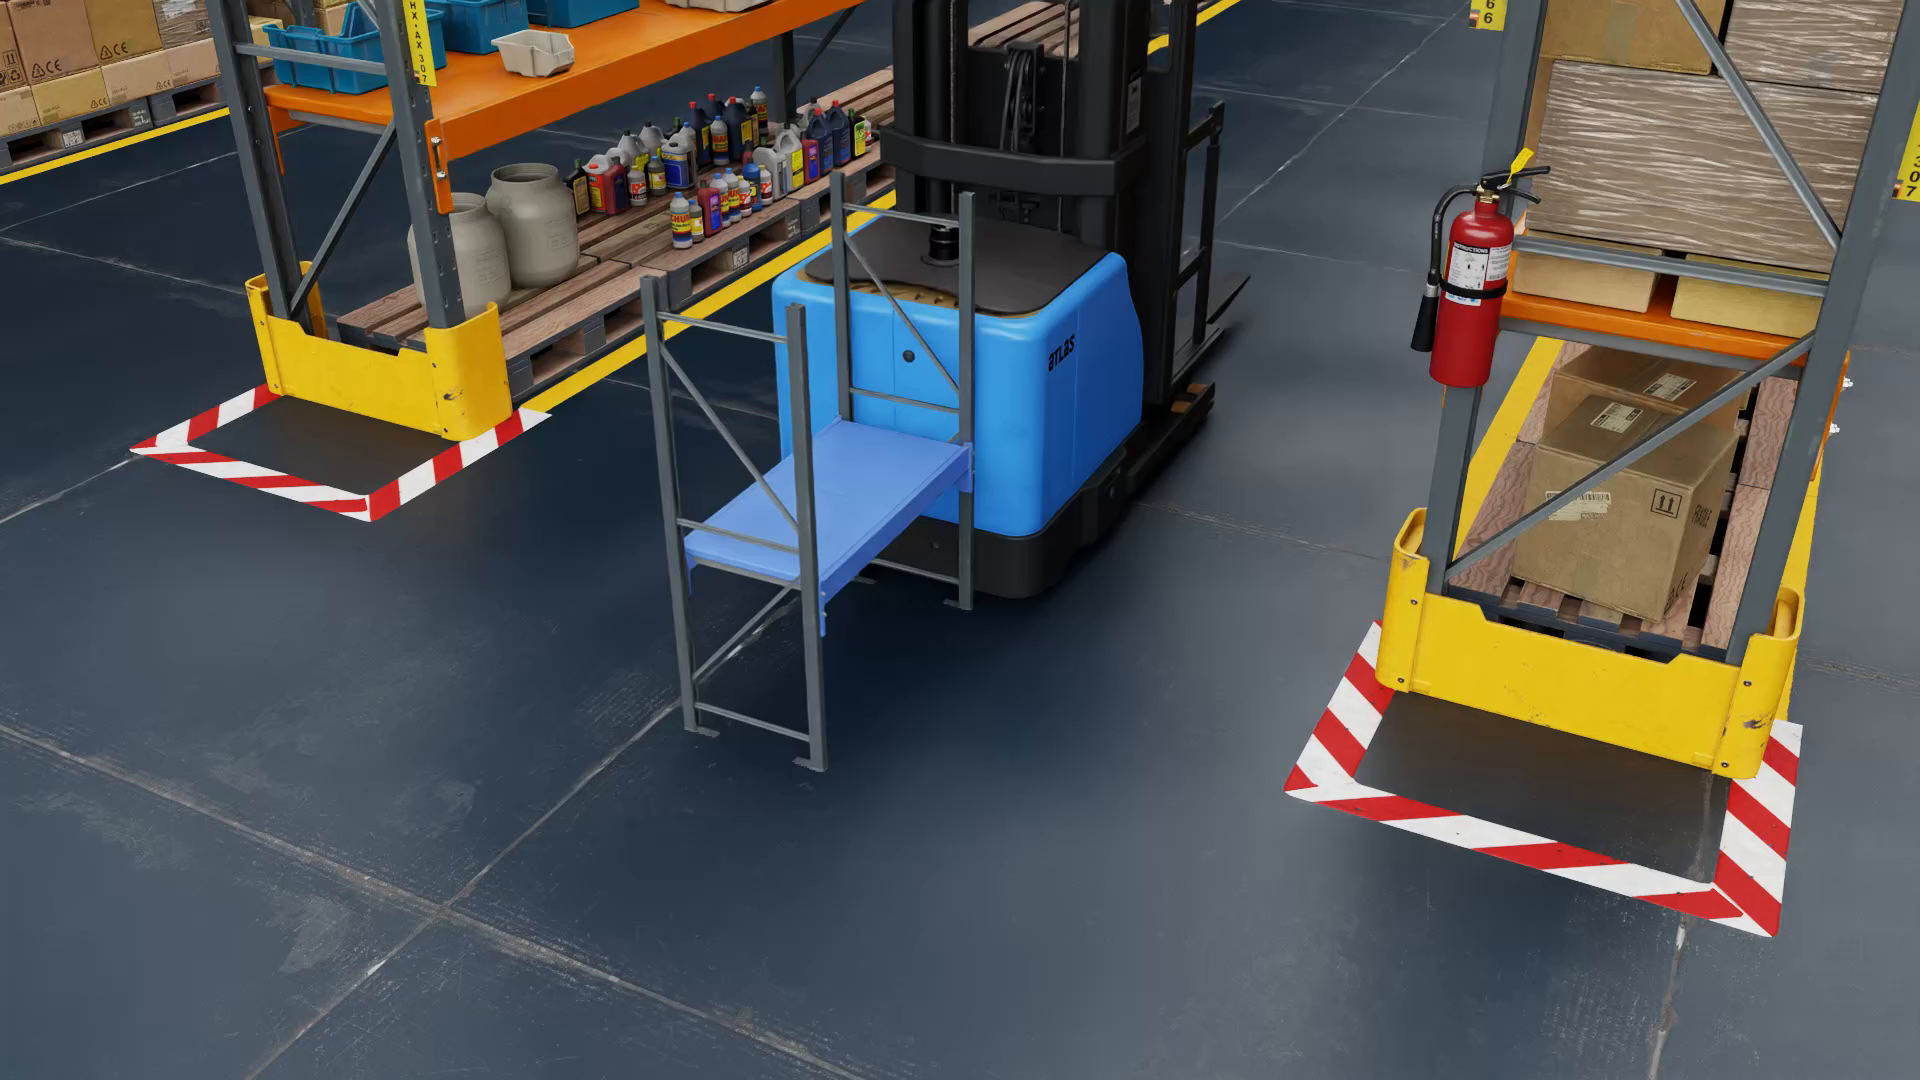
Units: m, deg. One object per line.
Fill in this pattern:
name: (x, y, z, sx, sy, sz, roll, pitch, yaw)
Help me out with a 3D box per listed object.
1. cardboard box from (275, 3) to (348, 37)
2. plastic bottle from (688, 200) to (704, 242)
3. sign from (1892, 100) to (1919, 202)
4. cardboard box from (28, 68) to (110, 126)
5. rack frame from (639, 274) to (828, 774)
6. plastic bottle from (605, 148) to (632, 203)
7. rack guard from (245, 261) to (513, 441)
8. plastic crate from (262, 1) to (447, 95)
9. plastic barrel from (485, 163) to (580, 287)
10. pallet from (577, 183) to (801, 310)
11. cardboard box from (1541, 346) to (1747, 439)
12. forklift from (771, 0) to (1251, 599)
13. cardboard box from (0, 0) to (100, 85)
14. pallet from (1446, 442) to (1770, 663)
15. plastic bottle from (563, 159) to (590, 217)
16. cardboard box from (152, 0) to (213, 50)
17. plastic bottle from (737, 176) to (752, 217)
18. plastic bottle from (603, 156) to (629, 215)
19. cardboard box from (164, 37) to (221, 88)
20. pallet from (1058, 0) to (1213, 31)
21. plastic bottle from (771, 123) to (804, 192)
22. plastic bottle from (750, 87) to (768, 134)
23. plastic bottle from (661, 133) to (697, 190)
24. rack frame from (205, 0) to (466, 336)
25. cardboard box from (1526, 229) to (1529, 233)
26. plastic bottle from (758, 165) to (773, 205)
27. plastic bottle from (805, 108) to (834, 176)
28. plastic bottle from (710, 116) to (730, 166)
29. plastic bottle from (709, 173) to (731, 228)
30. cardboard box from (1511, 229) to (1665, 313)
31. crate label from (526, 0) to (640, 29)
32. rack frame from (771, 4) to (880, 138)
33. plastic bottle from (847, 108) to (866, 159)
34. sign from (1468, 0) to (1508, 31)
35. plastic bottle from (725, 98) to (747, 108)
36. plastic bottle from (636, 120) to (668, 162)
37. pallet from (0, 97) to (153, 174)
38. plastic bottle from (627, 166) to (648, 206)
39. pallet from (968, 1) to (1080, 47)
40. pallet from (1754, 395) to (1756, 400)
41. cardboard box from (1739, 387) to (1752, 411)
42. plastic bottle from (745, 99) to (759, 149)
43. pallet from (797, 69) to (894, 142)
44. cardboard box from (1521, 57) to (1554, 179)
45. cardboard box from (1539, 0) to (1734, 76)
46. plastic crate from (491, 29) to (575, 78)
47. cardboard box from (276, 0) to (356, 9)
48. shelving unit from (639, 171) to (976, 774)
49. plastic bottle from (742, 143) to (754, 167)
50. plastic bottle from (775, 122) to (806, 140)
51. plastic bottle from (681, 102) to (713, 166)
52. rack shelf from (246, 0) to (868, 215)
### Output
cardboard box: (-4.685, -3.879, 12.332, 0.500, 0.250, 0.500, 13, 33, 22)
plastic bottle: (-1.353, -1.624, 8.435, 0.097, 0.201, 0.097, 0, 30, 0)
sign: (2.389, -0.997, 4.105, 0.100, 0.325, 0.005, 14, 33, 23)
cardboard box: (-5.784, -2.835, 10.514, 0.500, 0.250, 0.500, 14, 33, 23)
rack frame: (-0.630, -0.006, 4.754, 0.500, 1.500, 0.032, 14, 33, 22)
plastic bottle: (-1.855, -1.958, 8.941, 0.152, 0.276, 0.135, 13, 32, 22)
rack guard: (-2.511, -0.828, 7.191, 1.175, 0.500, 0.348, 14, 33, 23)
plastic crate: (-2.542, -2.093, 7.033, 0.499, 0.251, 0.616, 14, 33, 23)
plastic barrel: (-2.043, -1.503, 7.931, 0.421, 0.512, 0.421, 0, 30, 0)
pallet: (-1.579, -1.601, 8.826, 1.003, 0.211, 1.213, 14, 33, 23)
cardboard box: (2.447, -0.388, 6.003, 0.500, 0.500, 0.500, 24, 38, 36)
forklift: (0.441, -1.778, 6.403, 1.130, 2.935, 3.031, 14, 33, 22)
cardboard box: (-5.783, -3.160, 10.327, 0.500, 0.500, 0.500, 14, 33, 23)
pallet: (2.342, 0.079, 5.901, 1.003, 0.211, 1.213, 14, 33, 23)
plastic bottle: (-2.020, -1.850, 8.746, 0.061, 0.283, 0.133, 15, 33, 24)
cardboard box: (-5.344, -3.607, 11.106, 0.500, 0.500, 0.500, 14, 33, 23)
plastic bottle: (-1.153, -1.819, 8.773, 0.097, 0.201, 0.097, 0, 30, 0)
plastic bottle: (-1.823, -1.876, 8.791, 0.061, 0.283, 0.133, 14, 33, 23)
cardboard box: (-5.342, -3.282, 11.292, 0.500, 0.250, 0.500, 14, 33, 23)
pallet: (1.463, -4.564, 13.986, 1.003, 0.211, 1.213, 14, 33, 23)
plastic bottle: (-0.953, -2.104, 9.120, 0.144, 0.351, 0.185, 14, 33, 23)
plastic bottle: (-1.217, -2.607, 10.076, 0.097, 0.271, 0.097, 0, 30, 0)
plastic bottle: (-1.555, -2.093, 9.175, 0.152, 0.276, 0.135, 14, 33, 23)
rack frame: (-2.503, -1.868, 6.491, 1.000, 3.000, 0.127, 14, 33, 23)
cardboard box: (2.034, -1.042, 5.305, 0.380, 0.149, 0.250, 14, 33, 23)
plastic bottle: (-1.060, -1.910, 8.932, 0.097, 0.201, 0.097, 0, 30, 0)
plastic bottle: (-0.806, -2.247, 9.370, 0.144, 0.351, 0.185, 13, 32, 21)
plastic bottle: (-1.377, -2.294, 9.530, 0.097, 0.271, 0.097, 0, 30, 0)
plastic bottle: (-1.244, -1.761, 8.602, 0.097, 0.271, 0.097, 0, 30, 0)
cardboard box: (1.852, -0.809, 4.898, 0.380, 0.149, 0.250, 14, 33, 23)
crate label: (-1.906, -2.761, 8.010, 0.502, 0.435, 0.616, 14, 33, 23)
rack frame: (-0.681, -3.641, 9.579, 1.000, 3.000, 0.127, 14, 33, 23)
plastic bottle: (-0.607, -2.366, 9.644, 0.061, 0.283, 0.133, 16, 34, 26)
sign: (1.421, -1.518, 4.402, 0.100, 0.325, 0.005, 14, 33, 23)
plastic bottle: (-1.340, -2.460, 9.814, 0.152, 0.276, 0.135, 16, 33, 25)
plastic bottle: (-1.698, -2.148, 9.196, 0.144, 0.351, 0.185, 14, 33, 23)
pallet: (-6.043, -2.672, 10.690, 1.003, 0.211, 1.213, 14, 33, 23)
plastic bottle: (-1.735, -1.906, 8.925, 0.097, 0.201, 0.097, 0, 30, 0)
pallet: (0.753, -3.871, 12.778, 1.003, 0.211, 1.213, 14, 33, 23)
pallet: (3.453, -1.003, 7.784, 1.003, 0.211, 1.213, 14, 33, 23)
cardboard box: (3.043, -0.899, 6.892, 0.500, 0.500, 0.500, 11, 32, 19)
plastic bottle: (-1.245, -2.439, 9.771, 0.061, 0.283, 0.133, 14, 33, 23)
pallet: (-0.358, -2.789, 10.895, 1.003, 0.211, 1.213, 14, 33, 23)
cardboard box: (2.302, -1.403, 5.282, 0.875, 0.500, 0.500, 14, 33, 23)
cardboard box: (1.936, -1.650, 4.709, 0.500, 0.500, 0.500, 14, 33, 23)
plastic crate: (-1.809, -2.077, 7.120, 0.298, 0.136, 0.250, 14, 33, 23)
cardboard box: (-4.679, -4.126, 12.200, 0.500, 0.311, 0.500, 14, 33, 23)
shelving unit: (-0.407, -0.233, 5.150, 0.538, 1.500, 1.048, 14, 33, 22)
plastic bottle: (-1.125, -2.028, 9.055, 0.061, 0.283, 0.133, 14, 33, 23)
plastic bottle: (-0.949, -2.237, 9.428, 0.152, 0.276, 0.135, 14, 33, 23)
plastic bottle: (-1.504, -2.336, 9.524, 0.144, 0.351, 0.185, 13, 32, 21)
rack shelf: (-1.592, -2.443, 8.214, 1.077, 0.370, 4.000, 14, 33, 23)
